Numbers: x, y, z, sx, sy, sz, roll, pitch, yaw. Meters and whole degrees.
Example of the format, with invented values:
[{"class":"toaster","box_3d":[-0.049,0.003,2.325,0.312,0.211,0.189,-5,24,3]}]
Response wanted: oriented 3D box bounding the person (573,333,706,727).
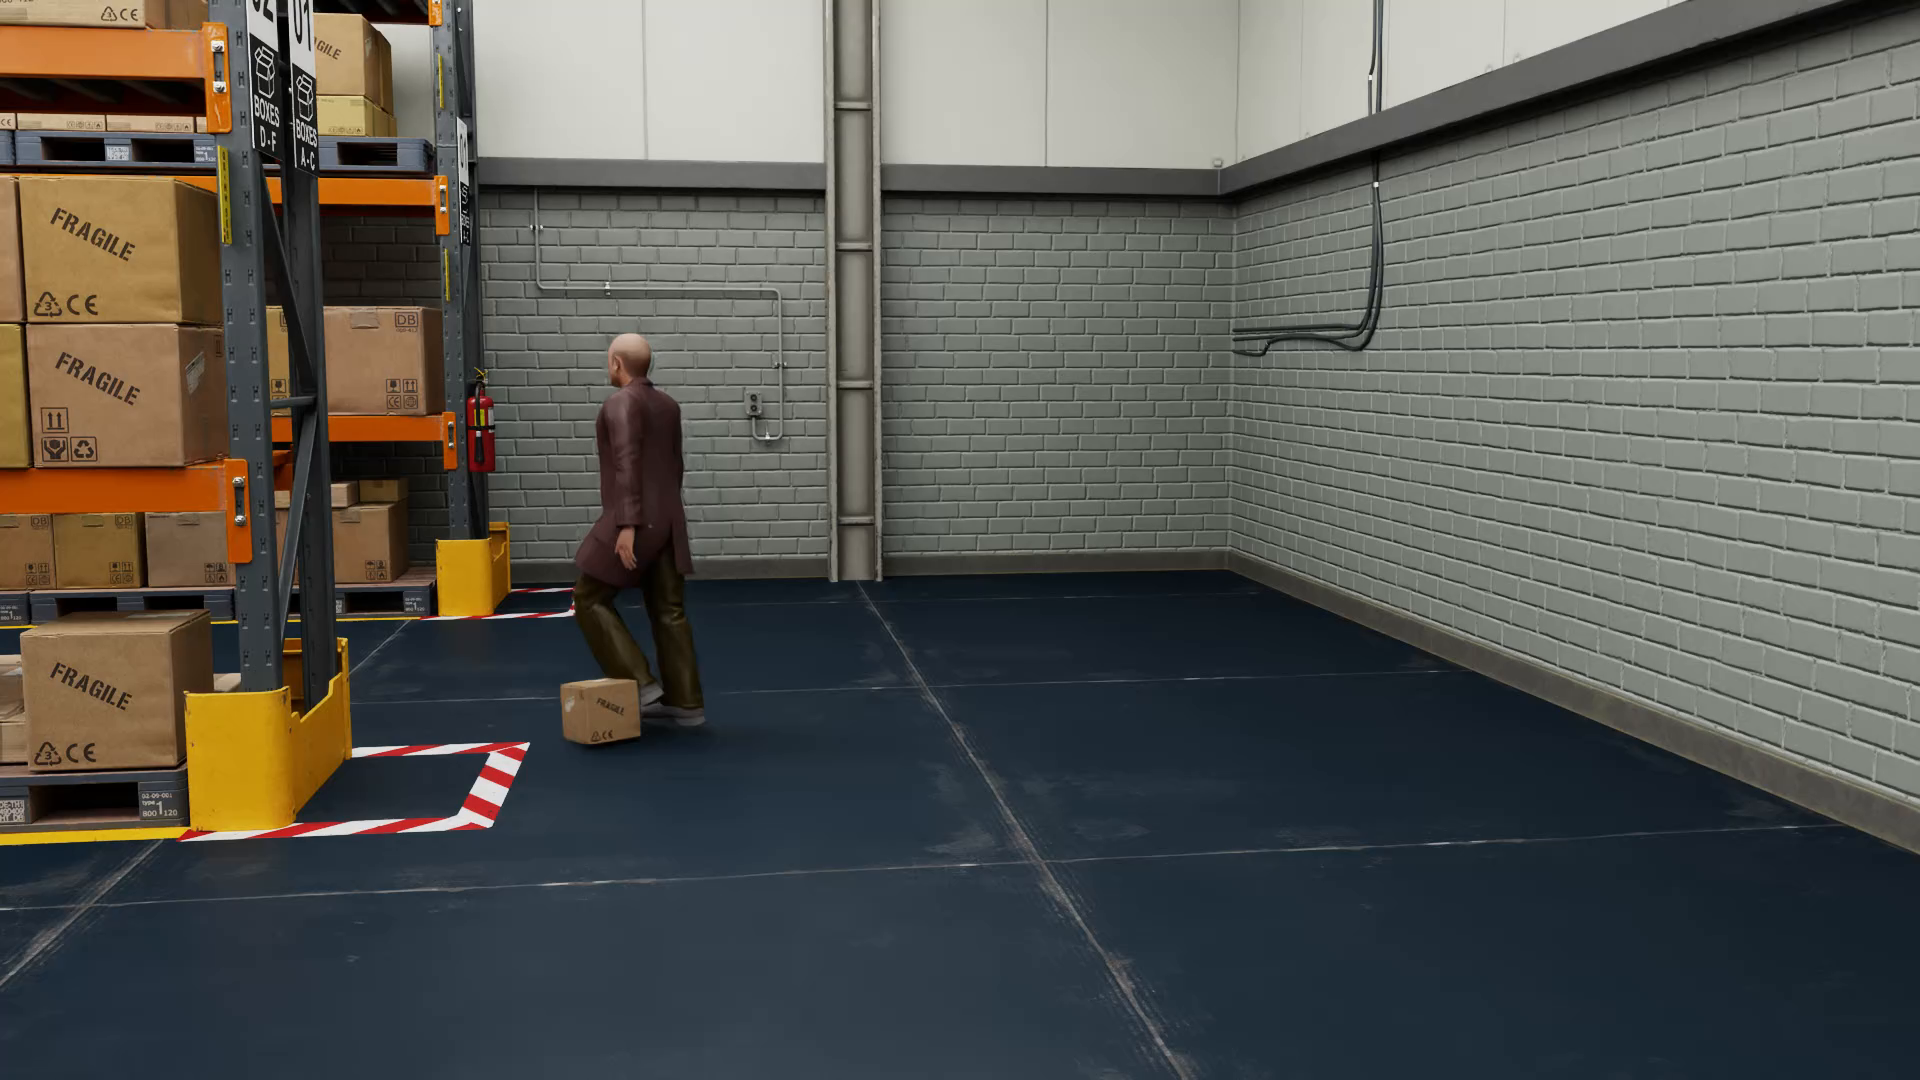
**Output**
[{"class":"person","box_3d":[-1.404,-0.044,7.478,0.568,1.764,0.611,3,7,25]}]
